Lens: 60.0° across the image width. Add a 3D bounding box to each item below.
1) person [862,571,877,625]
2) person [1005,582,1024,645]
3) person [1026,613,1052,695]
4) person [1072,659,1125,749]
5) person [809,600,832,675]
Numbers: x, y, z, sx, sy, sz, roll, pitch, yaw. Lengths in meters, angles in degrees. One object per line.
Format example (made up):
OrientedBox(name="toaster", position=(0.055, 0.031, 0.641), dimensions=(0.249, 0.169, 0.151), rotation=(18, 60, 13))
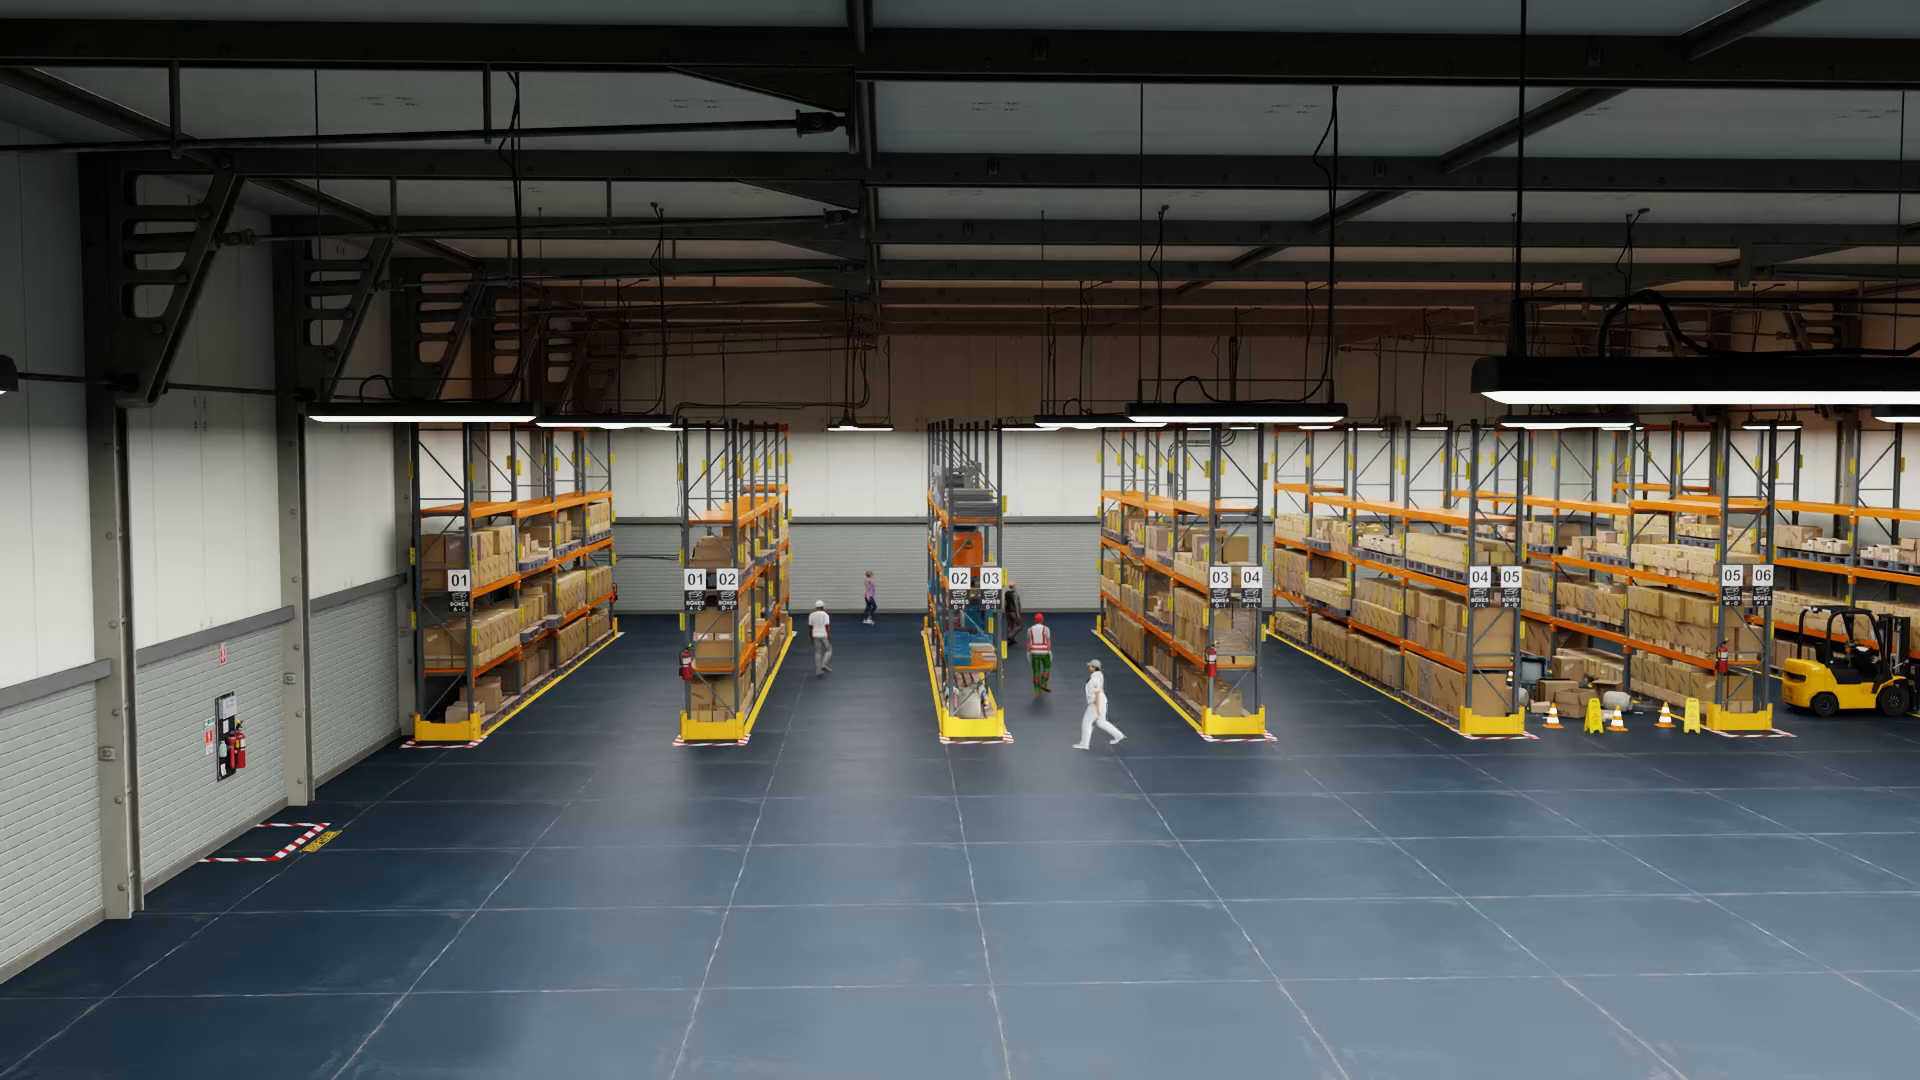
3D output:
OrientedBox(name="person", position=(-2.720, 1.730, 50.015), dimensions=(0.446, 1.618, 0.435), rotation=(0, 4, -3))
OrientedBox(name="person", position=(1.406, 1.981, 44.873), dimensions=(0.476, 1.718, 0.553), rotation=(-3, 4, -36))
OrientedBox(name="person", position=(1.745, 2.484, 36.445), dimensions=(0.584, 1.772, 0.496), rotation=(1, 4, 13))
OrientedBox(name="person", position=(2.519, 2.971, 30.134), dimensions=(0.962, 1.620, 0.478), rotation=(0, 4, 1))
OrientedBox(name="person", position=(-3.322, 2.306, 39.486), dimensions=(0.593, 1.754, 0.474), rotation=(1, 4, 15))
